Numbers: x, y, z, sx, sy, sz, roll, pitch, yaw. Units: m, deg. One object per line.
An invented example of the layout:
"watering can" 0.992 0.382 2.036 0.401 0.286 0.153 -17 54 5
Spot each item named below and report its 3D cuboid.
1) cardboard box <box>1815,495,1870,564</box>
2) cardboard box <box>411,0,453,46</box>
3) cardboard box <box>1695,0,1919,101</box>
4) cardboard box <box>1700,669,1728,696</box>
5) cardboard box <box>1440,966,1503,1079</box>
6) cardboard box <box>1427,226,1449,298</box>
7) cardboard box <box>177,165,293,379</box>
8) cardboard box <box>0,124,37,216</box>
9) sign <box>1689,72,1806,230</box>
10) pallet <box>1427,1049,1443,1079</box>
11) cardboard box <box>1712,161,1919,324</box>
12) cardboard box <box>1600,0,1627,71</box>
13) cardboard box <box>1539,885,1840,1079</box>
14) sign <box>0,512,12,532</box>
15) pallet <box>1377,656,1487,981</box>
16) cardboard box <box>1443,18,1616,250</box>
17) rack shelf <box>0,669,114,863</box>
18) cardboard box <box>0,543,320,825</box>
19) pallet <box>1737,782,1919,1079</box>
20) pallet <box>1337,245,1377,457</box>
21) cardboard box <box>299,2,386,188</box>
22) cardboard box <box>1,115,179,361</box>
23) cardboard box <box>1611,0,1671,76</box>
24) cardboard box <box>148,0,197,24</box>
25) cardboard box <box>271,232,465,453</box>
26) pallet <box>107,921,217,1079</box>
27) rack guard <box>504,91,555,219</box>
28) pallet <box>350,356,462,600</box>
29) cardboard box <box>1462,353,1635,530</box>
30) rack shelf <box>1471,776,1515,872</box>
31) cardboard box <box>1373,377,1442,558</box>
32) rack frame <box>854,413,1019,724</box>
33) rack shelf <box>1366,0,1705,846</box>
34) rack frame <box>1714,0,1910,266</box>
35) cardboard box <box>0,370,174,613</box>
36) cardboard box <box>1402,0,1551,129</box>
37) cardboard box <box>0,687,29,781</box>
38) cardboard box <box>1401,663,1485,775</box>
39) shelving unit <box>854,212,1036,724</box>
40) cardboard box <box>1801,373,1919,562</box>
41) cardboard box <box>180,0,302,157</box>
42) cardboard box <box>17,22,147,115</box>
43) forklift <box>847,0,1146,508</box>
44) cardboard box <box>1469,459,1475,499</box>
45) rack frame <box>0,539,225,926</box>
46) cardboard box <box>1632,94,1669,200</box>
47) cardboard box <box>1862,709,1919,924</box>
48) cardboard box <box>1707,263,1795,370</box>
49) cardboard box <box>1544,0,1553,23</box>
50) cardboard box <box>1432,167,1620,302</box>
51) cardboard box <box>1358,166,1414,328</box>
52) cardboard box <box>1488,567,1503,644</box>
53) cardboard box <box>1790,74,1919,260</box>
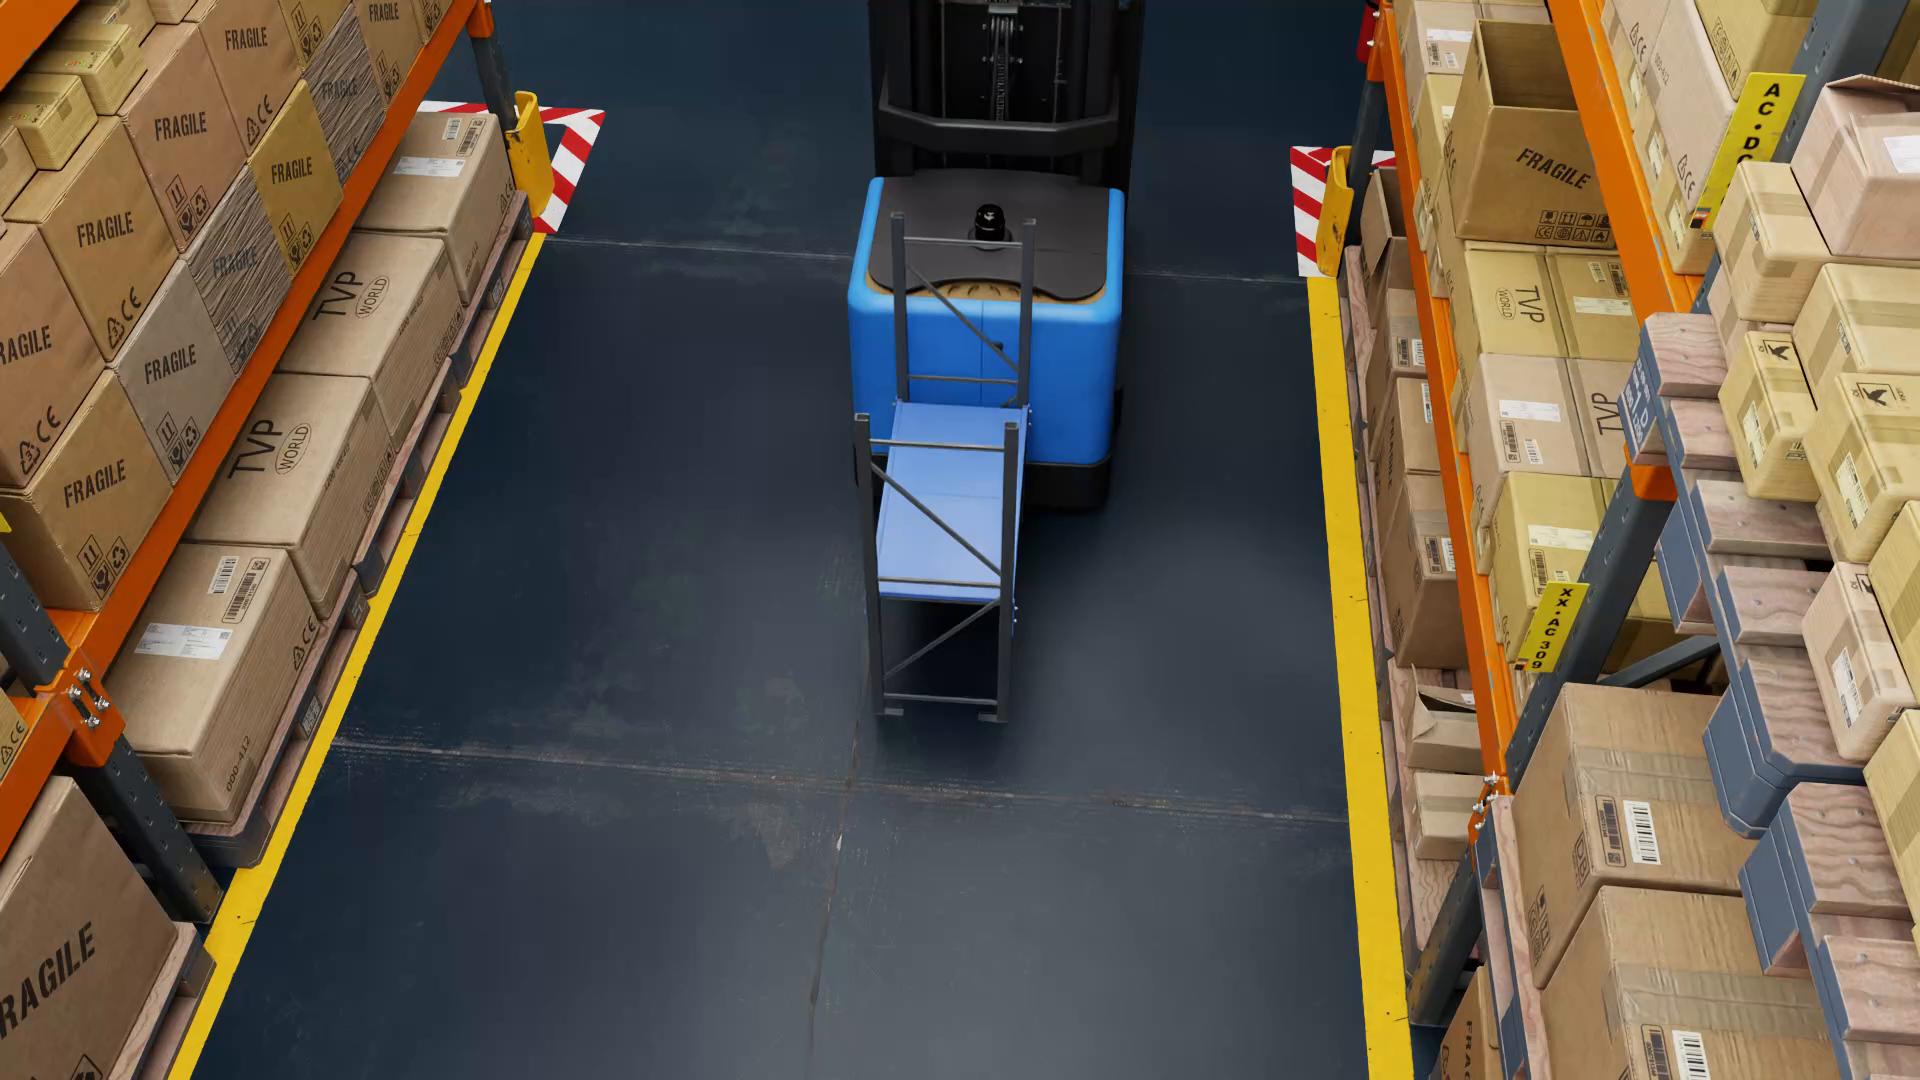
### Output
"cardboard box" 1.536 0.002 2.500 0.380 0.149 0.250 4 48 4
"cardboard box" -2.416 -2.400 6.845 0.500 0.500 0.500 4 48 4
"cardboard box" 1.749 -1.086 3.239 0.500 0.250 0.500 4 48 4
"cardboard box" 2.246 0.388 4.533 0.380 0.149 0.250 4 48 4
"cardboard box" 1.675 1.574 4.687 0.500 0.500 0.500 6 48 5
"cardboard box" 1.833 -0.961 5.767 0.380 0.149 0.250 5 48 4
"cardboard box" -2.595 -0.895 5.468 0.500 0.500 0.500 4 48 4
"cardboard box" -2.725 -0.984 4.432 0.380 0.149 0.250 3 48 3
"sign" 1.402 -0.686 2.961 0.100 0.325 0.005 4 48 4
"pallet" 1.906 2.073 4.711 1.003 0.211 1.213 4 48 4
"cardboard box" 1.479 -0.482 2.741 0.380 0.149 0.250 5 48 5
"cardboard box" 1.767 -1.236 3.986 0.380 0.149 0.250 4 48 3
"cardboard box" 1.629 1.077 3.379 0.700 0.500 0.500 4 48 4
"sign" -2.459 -0.134 4.109 0.100 0.325 0.005 4 48 4
"pallet" 2.006 0.968 5.721 1.003 0.211 1.213 4 48 4
"cardboard box" 1.861 -1.293 5.291 0.500 0.500 0.500 5 48 5
"rack shelf" -3.183 1.913 3.455 1.077 0.370 4.000 4 48 4
"cardboard box" -2.837 0.470 5.739 0.875 0.438 0.875 3 48 3
"pallet" 1.722 0.820 2.062 1.213 0.211 1.003 4 48 4
"pallet" 2.229 -0.824 7.361 1.003 0.211 1.213 4 48 4
"cardboard box" -2.514 -1.654 6.162 0.500 0.500 0.500 5 48 5
"cardboard box" -2.664 -0.875 4.772 0.500 0.500 0.500 3 48 3
"cardboard box" 1.774 -1.284 3.759 0.500 0.250 0.500 2 48 2
"cardboard box" -2.556 -1.722 5.107 0.380 0.149 0.250 4 48 4
"cardboard box" -2.672 -0.851 6.947 0.875 0.438 0.875 5 48 5
"pallet" -2.996 1.714 5.039 1.003 0.211 1.213 4 48 4
"rack guard" -2.634 -1.913 8.160 1.175 0.500 0.348 4 48 4
"pallet" -2.745 -0.311 6.891 1.003 0.211 1.213 4 48 4
"cardboard box" 1.777 -0.278 4.871 0.500 0.250 0.500 4 48 4
"rack shelf" 1.760 2.244 3.152 1.077 0.370 4.000 4 48 4
"cardboard box" 1.893 -0.255 6.360 0.500 0.500 0.500 5 48 4
"rack frame" -0.071 0.145 5.601 0.500 1.500 0.032 3 48 3
"rack shelf" 2.125 -0.695 5.840 1.077 0.370 4.000 4 48 4
"rack frame" 1.943 -1.493 2.017 1.000 3.000 0.127 4 48 4
"cardboard box" -2.697 -0.160 4.796 0.500 0.500 0.500 5 48 5
"cardboard box" 1.952 -1.771 6.237 0.500 0.250 0.500 4 48 4
"cardboard box" -2.790 0.598 4.272 0.500 0.250 0.500 3 48 3
"cardboard box" 1.734 0.621 5.717 0.396 0.266 0.258 5 48 5
"shelving unit" -0.030 -0.229 5.943 0.538 1.500 1.048 3 48 3
"cardboard box" 1.460 -0.097 2.390 0.380 0.149 0.250 3 48 3
"cardboard box" -2.557 -1.621 5.454 0.500 0.500 0.500 4 48 3
"cardboard box" -2.588 -1.356 4.772 0.380 0.149 0.250 3 48 2
"forklift" 0.202 -2.208 6.784 1.130 2.935 3.031 3 48 3
"cardboard box" 1.773 -0.211 5.080 0.380 0.149 0.250 5 48 5
"rack frame" -3.001 0.201 4.534 1.000 3.000 0.127 4 48 4
"cardboard box" 1.707 -0.859 3.641 0.380 0.149 0.250 4 48 3
"cardboard box" 1.429 0.372 2.162 0.380 0.149 0.250 3 48 3
"cardboard box" 1.519 -0.378 2.848 0.380 0.149 0.250 5 48 4
"cardboard box" 2.530 -2.101 6.539 0.500 0.250 0.500 5 48 5
"cardboard box" 1.884 -1.022 5.552 0.500 0.250 0.500 3 48 3
"cardboard box" 2.157 -1.264 7.280 0.797 0.503 0.637 2 48 2
"cardboard box" 1.722 0.173 4.730 0.380 0.149 0.250 5 48 5
"cardboard box" 1.568 -0.614 2.581 0.396 0.266 0.258 3 48 3
